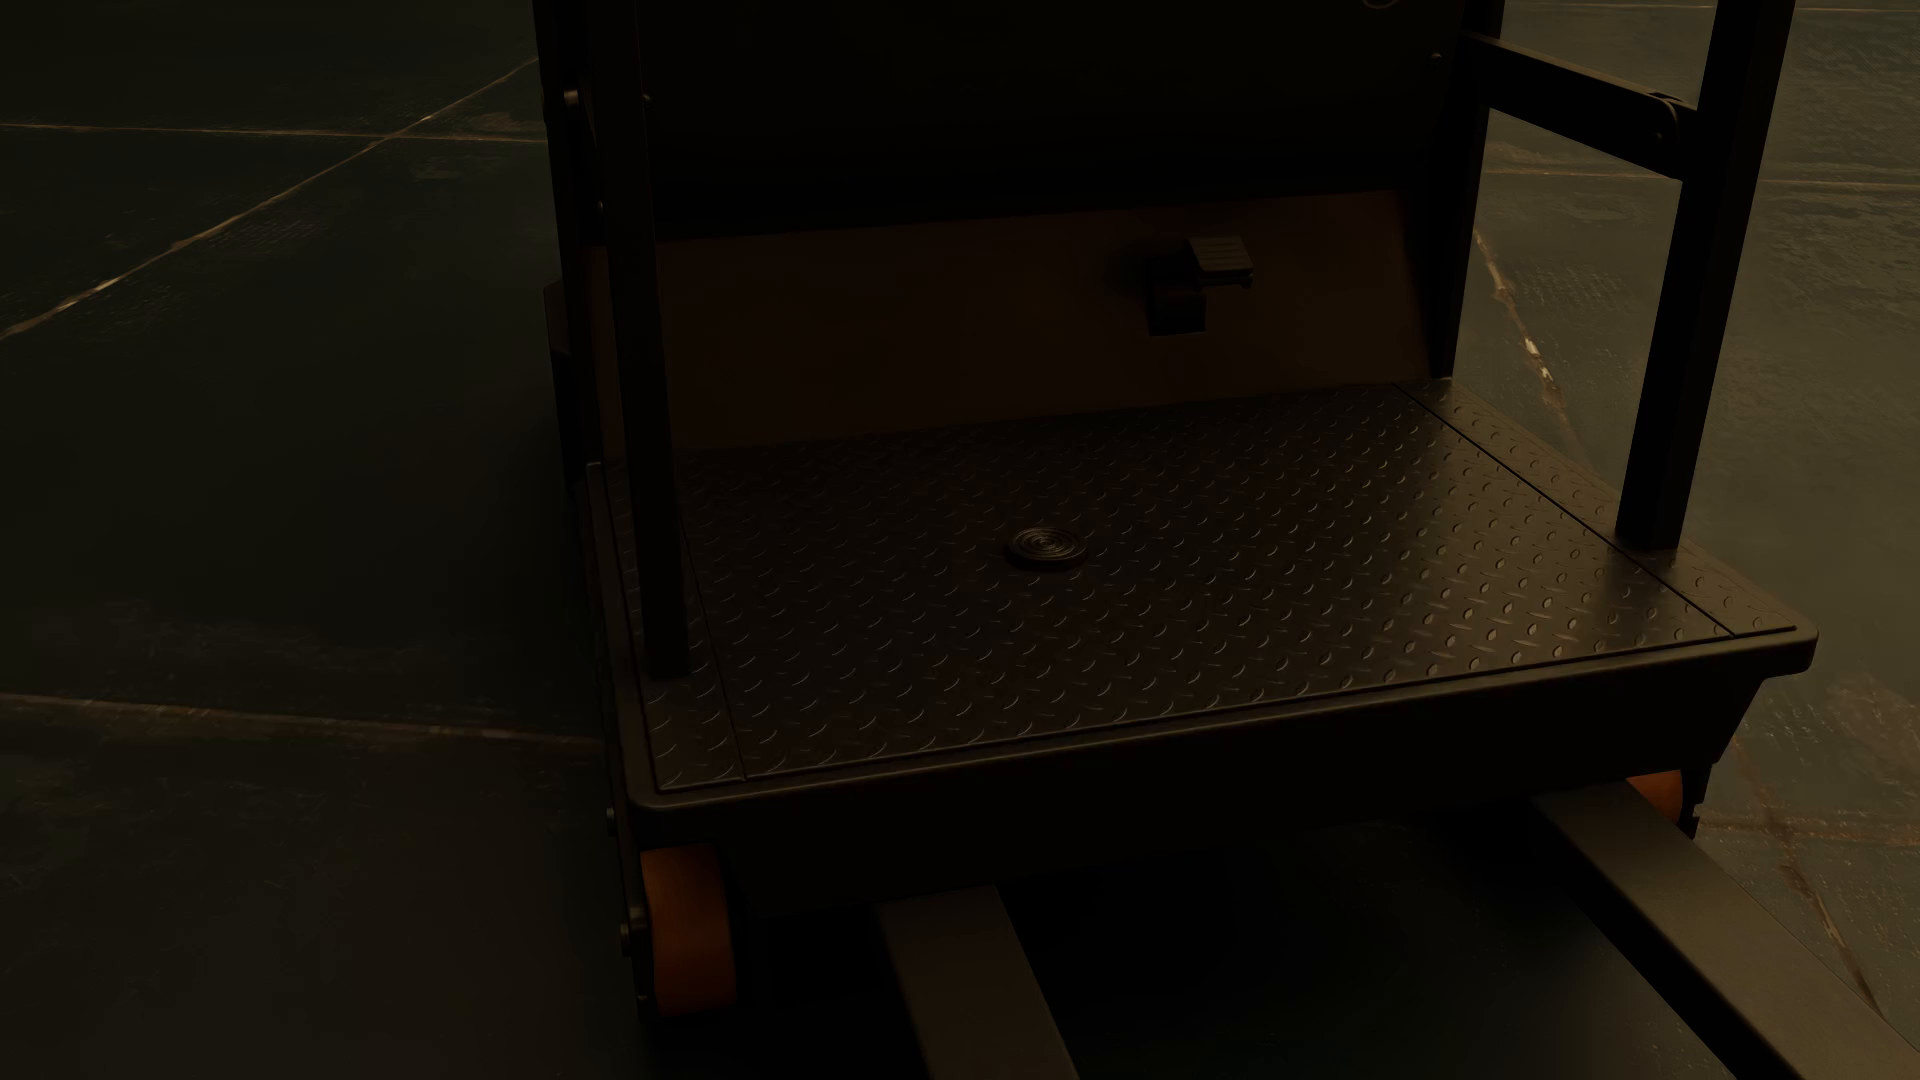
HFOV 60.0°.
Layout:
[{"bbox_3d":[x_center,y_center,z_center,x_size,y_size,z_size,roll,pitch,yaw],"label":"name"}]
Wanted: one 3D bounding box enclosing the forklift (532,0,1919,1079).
[{"bbox_3d":[0.153,-1.049,1.319,1.130,2.935,3.031,-7,27,-13],"label":"forklift"}]
